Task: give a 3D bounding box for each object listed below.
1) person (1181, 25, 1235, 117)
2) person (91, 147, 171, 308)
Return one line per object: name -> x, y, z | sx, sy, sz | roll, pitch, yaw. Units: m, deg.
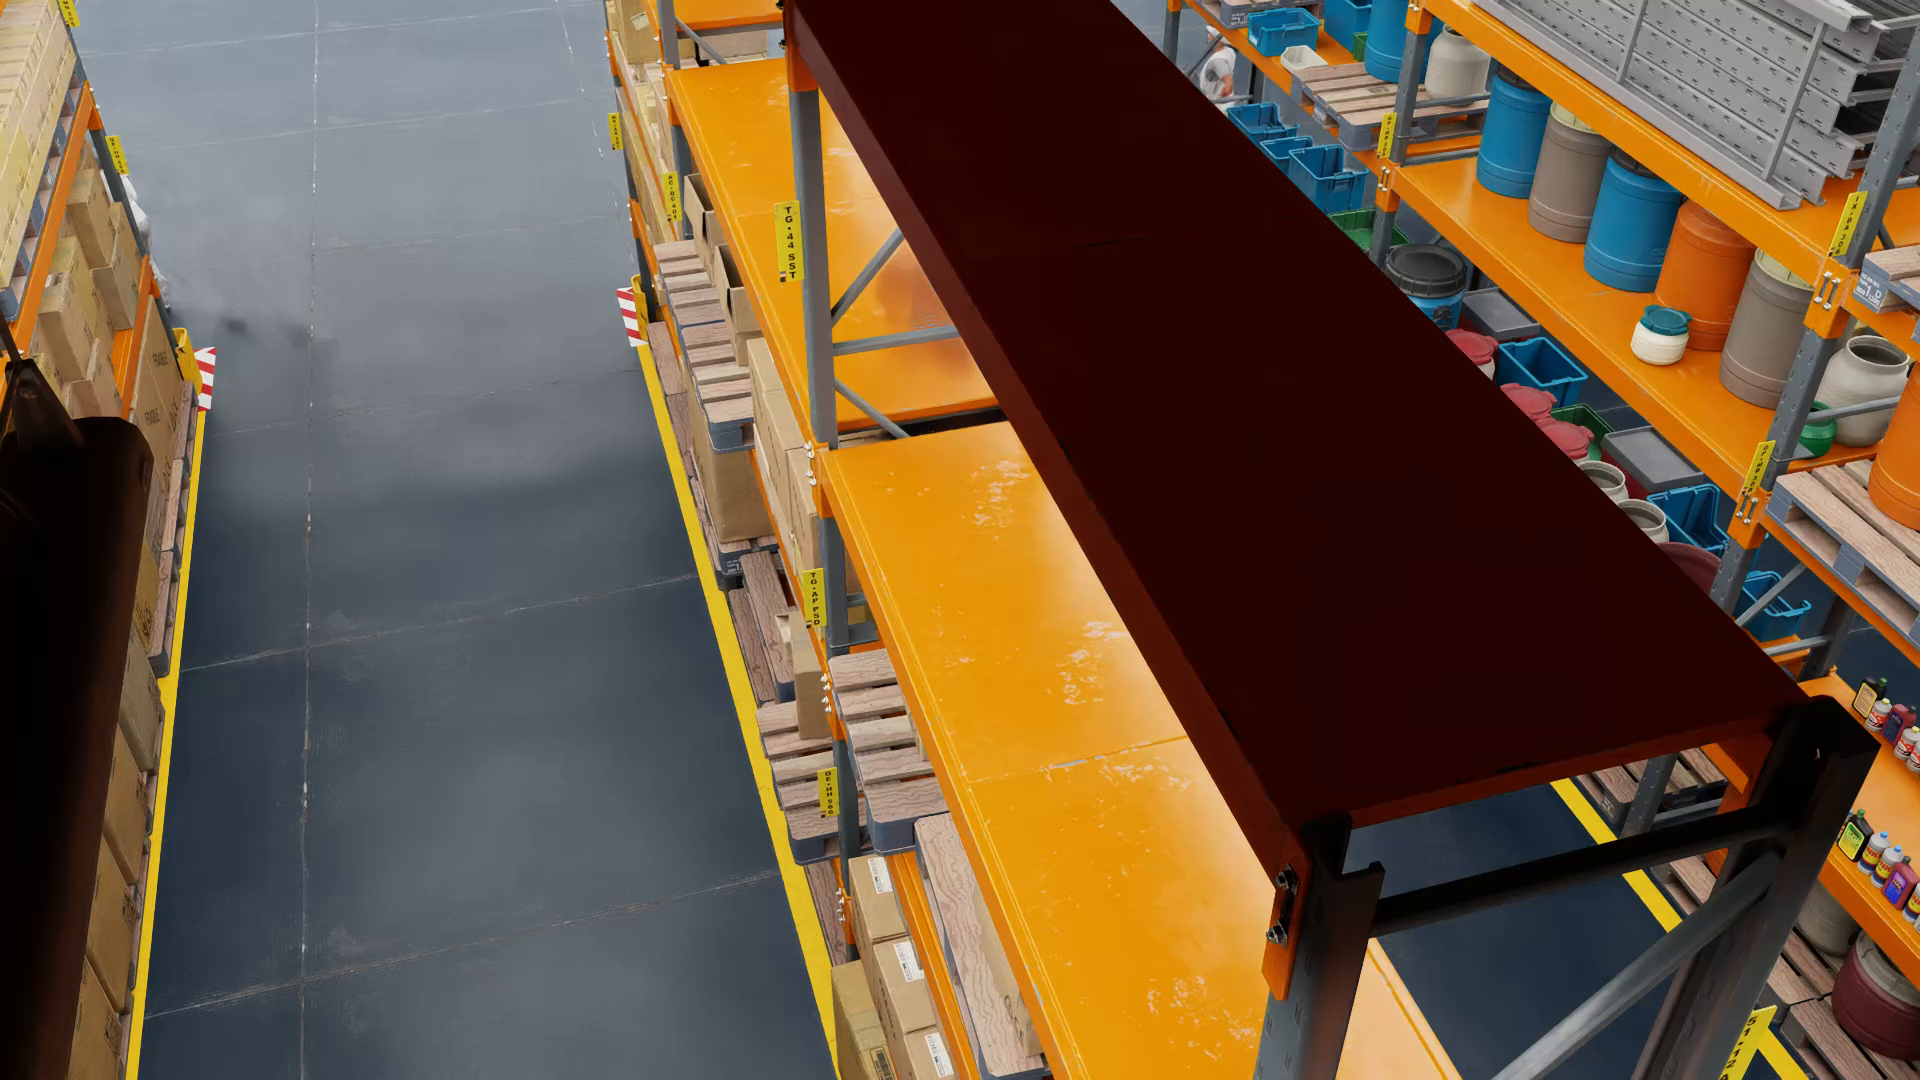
person -> 2.585, -4.355, 16.881 | 0.878, 1.784, 0.671 | 19, 42, 22
person -> -7.699, -2.813, 15.197 | 0.732, 1.493, 0.636 | 20, 42, 23
